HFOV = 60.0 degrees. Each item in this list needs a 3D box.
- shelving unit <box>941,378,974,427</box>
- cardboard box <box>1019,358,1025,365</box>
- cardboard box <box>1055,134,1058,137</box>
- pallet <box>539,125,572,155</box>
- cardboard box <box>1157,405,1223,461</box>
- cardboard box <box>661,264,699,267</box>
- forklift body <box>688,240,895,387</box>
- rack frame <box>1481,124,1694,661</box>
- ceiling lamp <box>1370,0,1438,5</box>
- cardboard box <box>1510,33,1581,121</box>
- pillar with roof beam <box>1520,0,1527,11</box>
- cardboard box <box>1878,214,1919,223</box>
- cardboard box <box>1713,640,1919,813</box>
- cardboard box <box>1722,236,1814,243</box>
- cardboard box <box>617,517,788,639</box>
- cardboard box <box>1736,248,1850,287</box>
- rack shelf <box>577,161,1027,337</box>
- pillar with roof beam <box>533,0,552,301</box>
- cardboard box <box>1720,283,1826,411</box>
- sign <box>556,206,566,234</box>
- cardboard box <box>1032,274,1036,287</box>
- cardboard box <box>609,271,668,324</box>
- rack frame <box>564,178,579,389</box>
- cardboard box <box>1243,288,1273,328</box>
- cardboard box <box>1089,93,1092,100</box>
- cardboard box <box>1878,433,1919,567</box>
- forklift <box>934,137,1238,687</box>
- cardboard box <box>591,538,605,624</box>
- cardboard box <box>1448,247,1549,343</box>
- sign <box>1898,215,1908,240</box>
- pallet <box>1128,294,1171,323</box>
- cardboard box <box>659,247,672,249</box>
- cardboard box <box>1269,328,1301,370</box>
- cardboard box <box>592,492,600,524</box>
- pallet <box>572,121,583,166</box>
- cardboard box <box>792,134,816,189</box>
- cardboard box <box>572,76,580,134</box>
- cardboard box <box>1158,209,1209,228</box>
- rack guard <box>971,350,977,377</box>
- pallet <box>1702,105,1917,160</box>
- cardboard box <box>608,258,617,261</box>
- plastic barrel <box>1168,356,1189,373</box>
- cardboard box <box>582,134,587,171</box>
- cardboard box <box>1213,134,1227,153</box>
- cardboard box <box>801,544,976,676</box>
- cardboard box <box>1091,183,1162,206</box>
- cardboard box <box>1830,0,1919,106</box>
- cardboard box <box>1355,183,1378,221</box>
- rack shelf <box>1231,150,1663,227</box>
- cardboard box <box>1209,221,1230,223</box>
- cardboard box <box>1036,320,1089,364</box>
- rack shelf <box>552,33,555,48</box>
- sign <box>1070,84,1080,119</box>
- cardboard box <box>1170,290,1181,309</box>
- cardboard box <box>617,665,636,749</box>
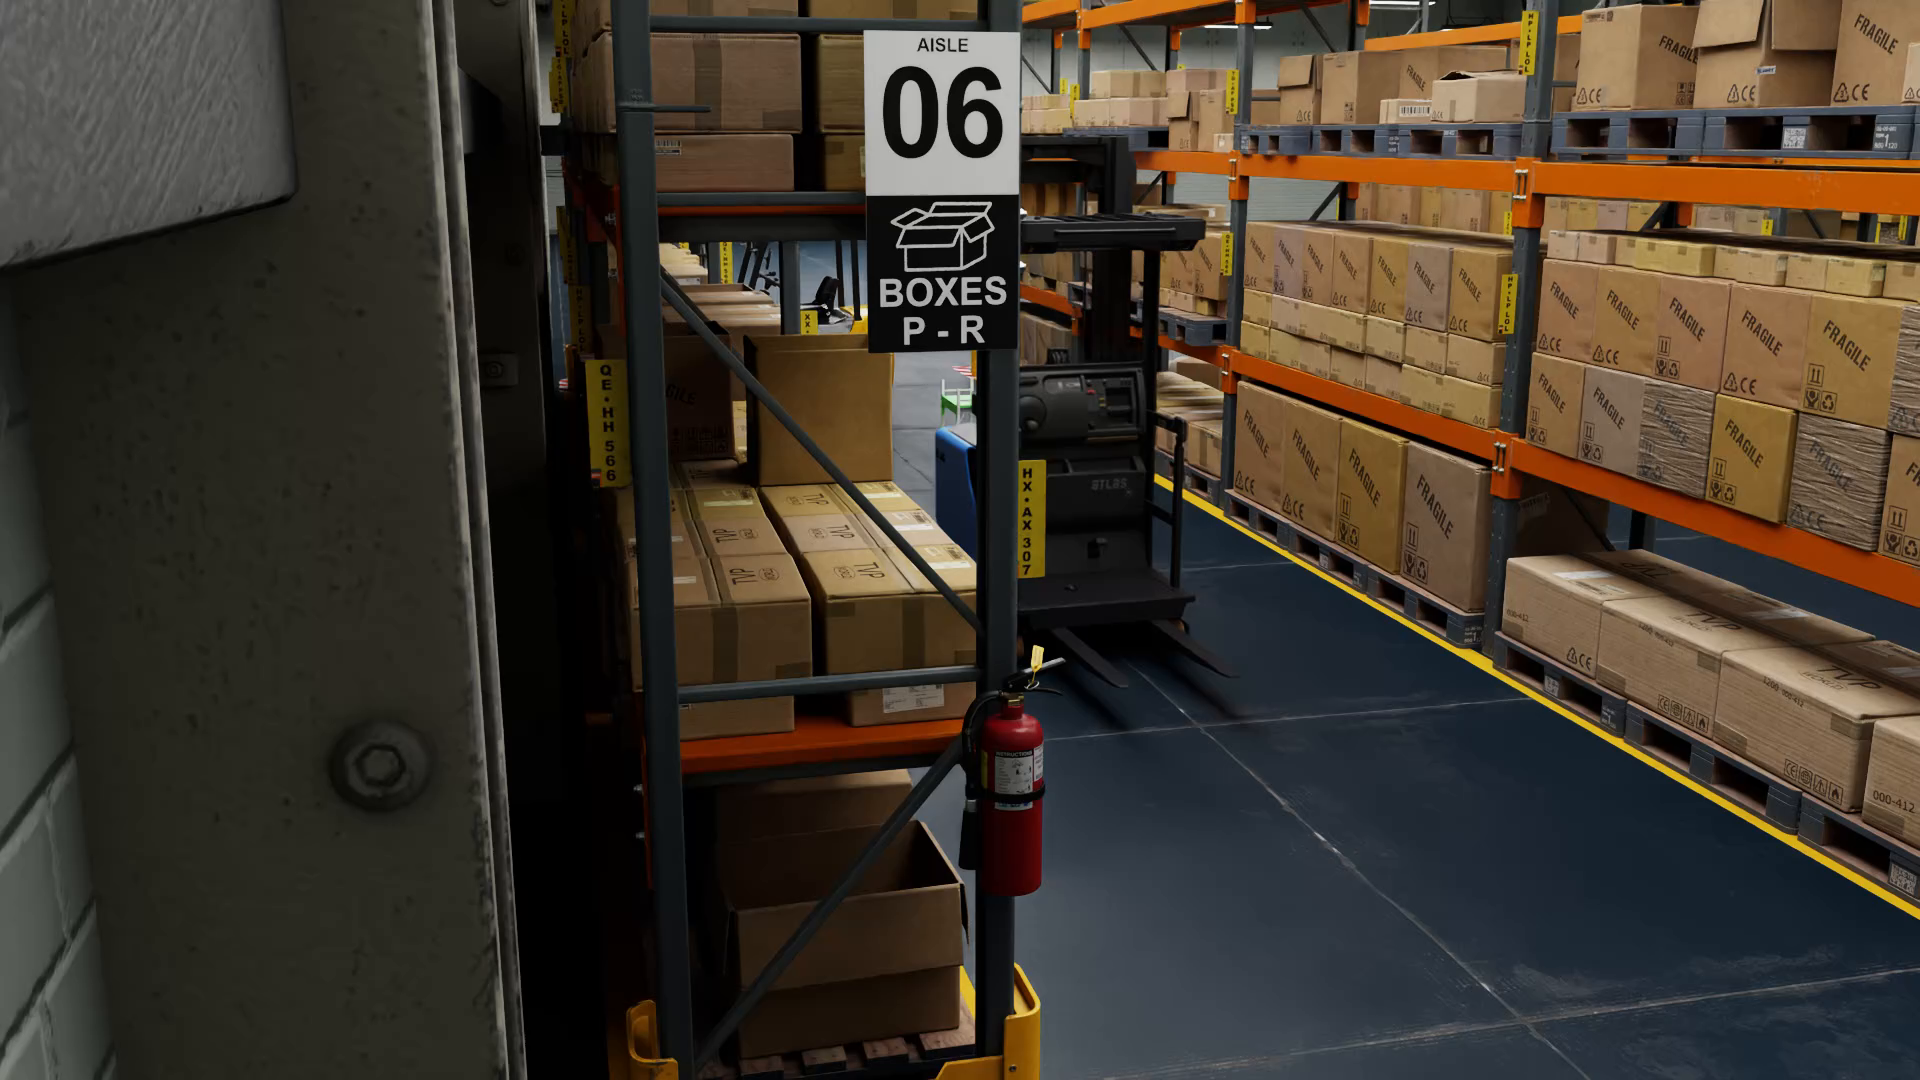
[{"bbox_3d":[0.039,-0.545,12.128,0.258,1.200,0.503,-3,14,-13],"label":"shelving unit"},{"bbox_3d":[0.896,-1.996,19.187,0.500,0.250,0.500,-2,14,-9],"label":"cardboard box"},{"bbox_3d":[1.220,-4.223,17.602,0.380,0.149,0.250,-4,14,-15],"label":"cardboard box"},{"bbox_3d":[-2.469,-2.967,12.329,1.213,0.211,1.003,-3,14,-11],"label":"pallet"},{"bbox_3d":[2.297,-0.956,14.670,0.950,0.372,0.625,-4,14,-14],"label":"cardboard box"},{"bbox_3d":[-2.235,-2.083,13.054,0.380,0.149,0.250,-3,14,-13],"label":"cardboard box"},{"bbox_3d":[-1.883,-2.547,18.322,2.313,2.155,1.214,-3,14,-13],"label":"forklift body"},{"bbox_3d":[3.540,-0.805,9.401,1.000,3.000,0.127,-3,14,-13],"label":"rack frame"},{"bbox_3d":[9.849,-13.832,37.785,2.000,3.185,0.800,-3,14,-13],"label":"ceiling lamp"},{"bbox_3d":[3.615,-2.734,9.881,0.500,0.500,0.500,-4,14,-14],"label":"cardboard box"},{"bbox_3d":[14.574,-14.436,52.553,9.100,9.000,0.548,-3,14,-13],"label":"pillar with roof beam"},{"bbox_3d":[10.921,-3.970,19.412,0.500,0.500,0.500,-3,14,-13],"label":"cardboard box"},{"bbox_3d":[4.004,0.801,7.341,0.875,0.438,0.875,-3,14,-12],"label":"cardboard box"},{"bbox_3d":[4.004,-1.418,8.229,0.380,0.149,0.250,-3,14,-14],"label":"cardboard box"},{"bbox_3d":[-0.830,0.114,5.331,0.500,0.250,0.500,-3,14,-13],"label":"cardboard box"},{"bbox_3d":[3.702,-1.214,7.393,0.380,0.149,0.250,-3,14,-13],"label":"cardboard box"},{"bbox_3d":[-0.814,-1.174,6.106,1.077,0.370,4.000,-3,14,-13],"label":"rack shelf"},{"bbox_3d":[-3.448,-9.007,30.334,9.100,9.000,0.400,-3,14,-13],"label":"pillar with roof beam"},{"bbox_3d":[3.755,-0.864,7.324,0.500,0.500,0.500,-3,14,-14],"label":"cardboard box"},{"bbox_3d":[-4.643,-3.725,19.363,0.100,0.325,0.005,-3,14,-13],"label":"sign"},{"bbox_3d":[1.017,-2.880,18.426,0.380,0.149,0.250,-4,14,-14],"label":"cardboard box"},{"bbox_3d":[-2.254,-1.575,11.458,0.500,0.500,0.500,-3,14,-11],"label":"cardboard box"},{"bbox_3d":[-4.102,-3.296,19.596,1.000,3.000,0.127,-3,14,-13],"label":"rack frame"},{"bbox_3d":[2.480,-1.767,12.601,0.500,0.250,0.500,-3,14,-14],"label":"cardboard box"},{"bbox_3d":[1.375,-4.434,16.783,0.380,0.149,0.250,-3,14,-12],"label":"cardboard box"},{"bbox_3d":[4.006,-0.144,6.484,0.500,0.500,0.500,-4,14,-14],"label":"cardboard box"},{"bbox_3d":[0.708,-0.833,9.661,1.130,2.935,3.031,-4,14,-15],"label":"forklift"},{"bbox_3d":[-1.795,0.271,9.378,0.500,0.500,0.500,-4,14,-16],"label":"cardboard box"},{"bbox_3d":[3.191,-1.428,9.635,0.500,0.500,0.500,-3,14,-11],"label":"cardboard box"},{"bbox_3d":[10.769,-3.591,18.982,0.100,0.325,0.005,-3,14,-13],"label":"sign"},{"bbox_3d":[2.096,-2.089,15.060,1.003,0.211,1.213,-3,14,-13],"label":"pallet"},{"bbox_3d":[-2.782,-2.552,14.975,0.380,0.149,0.250,-3,14,-13],"label":"cardboard box"},{"bbox_3d":[2.609,-1.410,12.195,0.500,0.250,0.500,-4,14,-15],"label":"cardboard box"},{"bbox_3d":[-1.996,-0.197,9.929,0.380,0.149,0.250,-3,14,-12],"label":"cardboard box"},{"bbox_3d":[-1.369,-2.047,8.563,1.213,0.211,1.003,-3,14,-13],"label":"pallet"},{"bbox_3d":[-0.280,-1.085,4.757,0.380,0.149,0.250,-3,14,-12],"label":"cardboard box"},{"bbox_3d":[-1.441,-1.923,7.349,0.500,0.250,0.500,-4,14,-14],"label":"cardboard box"},{"bbox_3d":[1.942,-2.801,14.484,0.380,0.149,0.250,-4,14,-16],"label":"cardboard box"},{"bbox_3d":[0.740,-2.341,20.957,1.175,0.500,0.348,-3,14,-13],"label":"rack guard"},{"bbox_3d":[4.005,-1.749,7.131,1.003,0.211,1.213,-3,14,-13],"label":"pallet"},{"bbox_3d":[-2.876,-2.231,13.659,0.380,0.149,0.250,-3,14,-12],"label":"cardboard box"},{"bbox_3d":[2.679,-1.929,19.433,0.512,0.421,0.421,7,15,26],"label":"plastic barrel"},{"bbox_3d":[-1.410,-1.650,7.071,0.380,0.149,0.250,-3,14,-13],"label":"cardboard box"},{"bbox_3d":[2.256,-3.180,13.334,0.380,0.149,0.250,-3,14,-13],"label":"cardboard box"},{"bbox_3d":[-0.189,0.204,4.960,0.500,0.250,0.500,-3,14,-13],"label":"cardboard box"},{"bbox_3d":[1.769,-3.443,17.254,0.700,0.500,0.500,-3,14,-14],"label":"cardboard box"},{"bbox_3d":[4.152,-2.114,7.132,0.500,0.500,0.500,-3,14,-12],"label":"cardboard box"},{"bbox_3d":[5.559,-4.382,21.451,0.875,0.550,0.550,-3,14,-13],"label":"cardboard box"},{"bbox_3d":[3.071,-2.374,11.019,1.077,0.370,4.000,-3,14,-13],"label":"rack shelf"},{"bbox_3d":[2.226,-2.720,15.517,0.500,0.500,0.500,-3,14,-11],"label":"cardboard box"},{"bbox_3d":[1.140,-2.122,18.120,0.500,0.500,0.500,-3,14,-12],"label":"cardboard box"},{"bbox_3d":[-3.632,-5.205,17.128,1.077,0.370,4.000,-3,14,-13],"label":"rack shelf"},{"bbox_3d":[1.136,-4.327,16.406,0.100,0.325,0.005,-3,14,-13],"label":"sign"},{"bbox_3d":[2.008,-2.044,14.117,0.380,0.149,0.250,-4,14,-16],"label":"cardboard box"},{"bbox_3d":[-1.358,0.741,7.856,0.500,0.311,0.500,-3,14,-11],"label":"cardboard box"}]
